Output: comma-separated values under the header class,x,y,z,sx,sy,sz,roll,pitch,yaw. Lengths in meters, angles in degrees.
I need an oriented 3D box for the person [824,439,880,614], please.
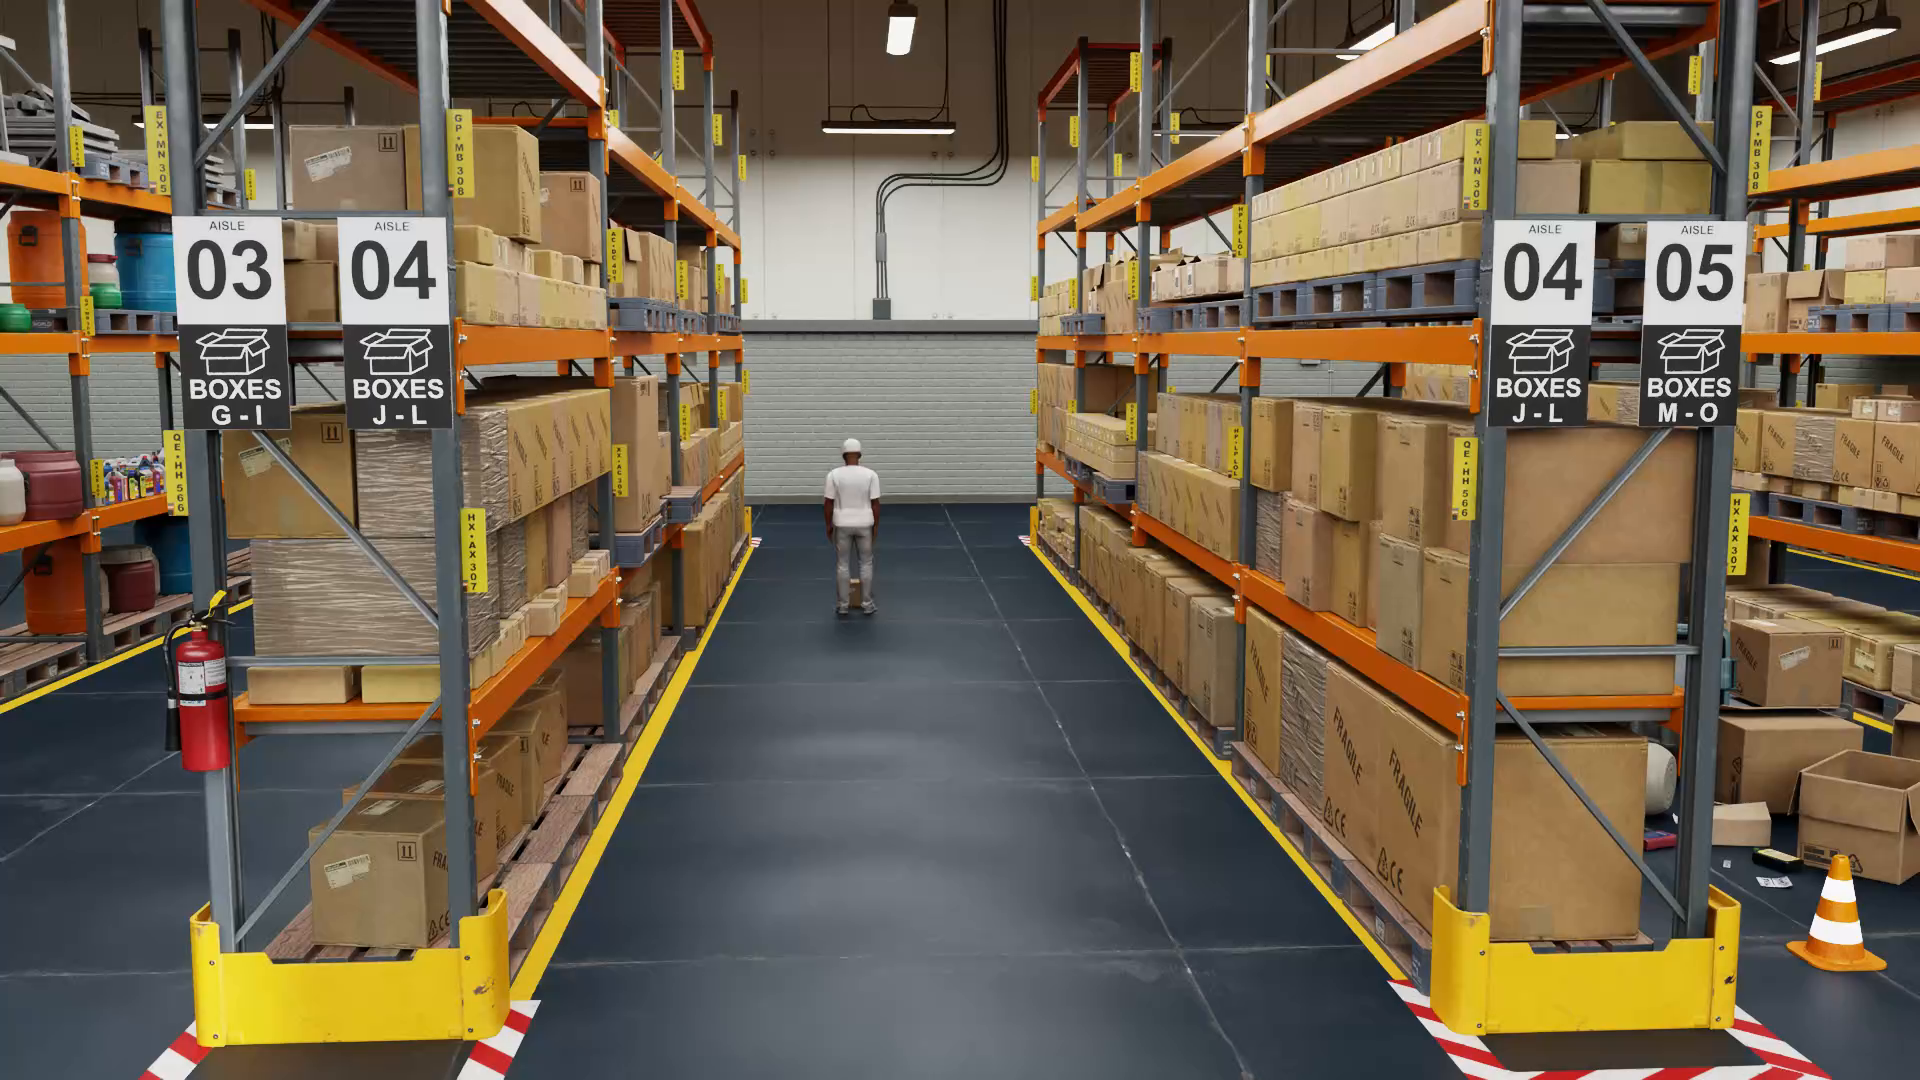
class,x,y,z,sx,sy,sz,roll,pitch,yaw
person,-1.089,-0.139,16.811,0.565,1.763,0.359,0,7,-3
